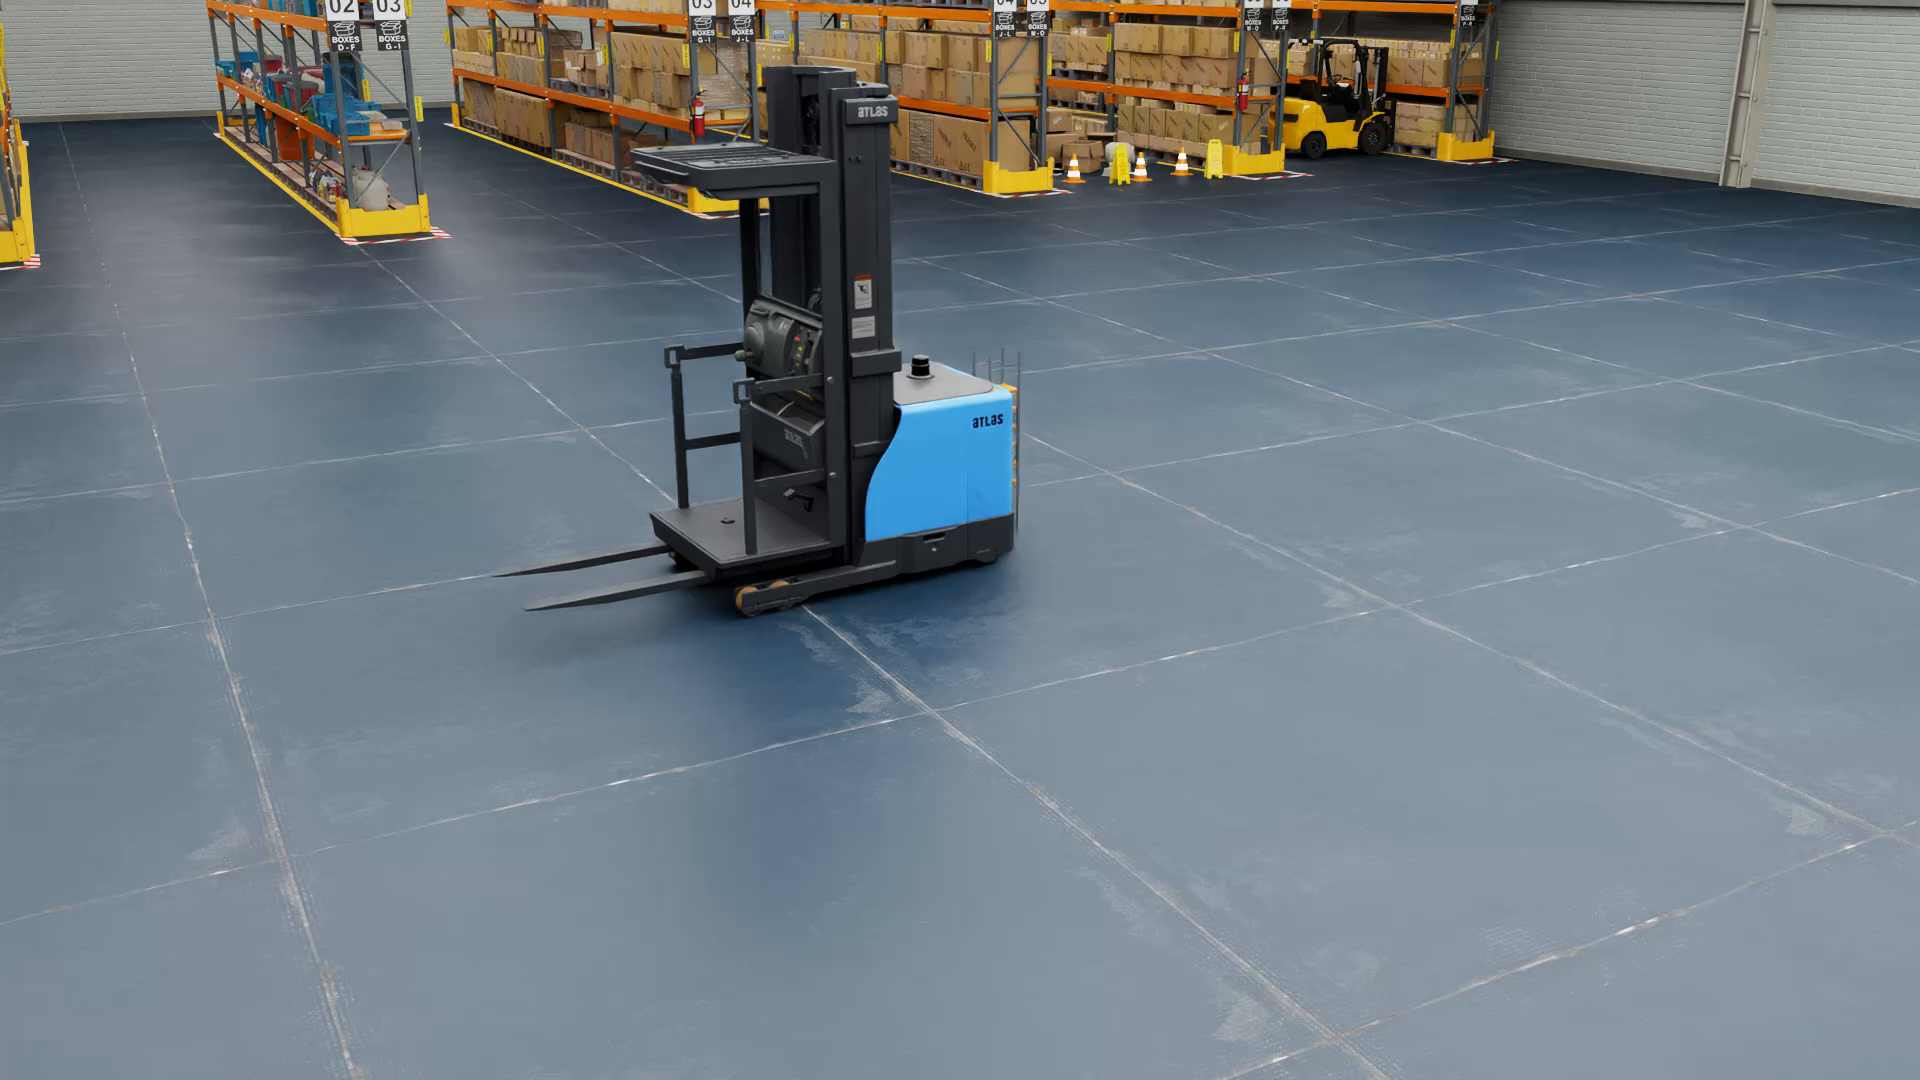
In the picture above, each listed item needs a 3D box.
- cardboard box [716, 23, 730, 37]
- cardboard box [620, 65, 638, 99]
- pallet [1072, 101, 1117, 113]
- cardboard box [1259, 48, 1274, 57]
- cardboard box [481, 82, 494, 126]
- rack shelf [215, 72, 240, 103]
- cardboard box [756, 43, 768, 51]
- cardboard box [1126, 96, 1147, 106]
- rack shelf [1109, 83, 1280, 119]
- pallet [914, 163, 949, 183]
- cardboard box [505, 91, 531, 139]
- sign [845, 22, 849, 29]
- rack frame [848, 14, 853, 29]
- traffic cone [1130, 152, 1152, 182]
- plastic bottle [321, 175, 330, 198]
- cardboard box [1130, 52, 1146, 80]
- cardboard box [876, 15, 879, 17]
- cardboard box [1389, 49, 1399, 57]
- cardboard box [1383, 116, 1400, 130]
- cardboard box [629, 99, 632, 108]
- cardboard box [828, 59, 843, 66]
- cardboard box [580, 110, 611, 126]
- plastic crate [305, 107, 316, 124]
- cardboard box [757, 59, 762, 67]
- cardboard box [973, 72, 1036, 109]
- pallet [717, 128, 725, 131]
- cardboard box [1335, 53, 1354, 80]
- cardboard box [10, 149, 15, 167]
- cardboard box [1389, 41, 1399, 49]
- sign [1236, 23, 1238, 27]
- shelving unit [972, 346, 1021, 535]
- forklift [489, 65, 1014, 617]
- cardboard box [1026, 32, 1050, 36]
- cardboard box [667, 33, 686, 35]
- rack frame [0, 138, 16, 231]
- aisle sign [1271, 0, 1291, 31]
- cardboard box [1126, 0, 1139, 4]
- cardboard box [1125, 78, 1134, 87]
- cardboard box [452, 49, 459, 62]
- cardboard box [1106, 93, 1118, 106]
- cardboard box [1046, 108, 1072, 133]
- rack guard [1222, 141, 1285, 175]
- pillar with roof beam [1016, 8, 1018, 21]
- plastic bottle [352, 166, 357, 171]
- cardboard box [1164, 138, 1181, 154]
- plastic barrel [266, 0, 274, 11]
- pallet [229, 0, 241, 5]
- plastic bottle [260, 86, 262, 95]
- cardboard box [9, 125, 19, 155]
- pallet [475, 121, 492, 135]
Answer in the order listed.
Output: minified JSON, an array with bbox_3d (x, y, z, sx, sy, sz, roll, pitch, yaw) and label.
[{"bbox_3d":[-5.220,-11.338,36.747,0.500,0.500,0.500,-11,22,-29],"label":"cardboard box"},{"bbox_3d":[-5.007,-7.448,27.009,0.875,0.500,0.500,-10,21,-27],"label":"cardboard box"},{"bbox_3d":[3.591,-11.029,42.269,1.003,0.211,1.213,-10,21,-27],"label":"pallet"},{"bbox_3d":[6.769,-10.414,35.677,0.500,0.250,0.500,-10,21,-26],"label":"cardboard box"},{"bbox_3d":[-9.842,-9.499,36.175,0.875,0.875,0.875,-10,21,-27],"label":"cardboard box"},{"bbox_3d":[-14.480,-9.312,34.121,1.077,0.370,4.000,-10,21,-27],"label":"rack shelf"},{"bbox_3d":[-4.108,-10.238,34.532,0.380,0.149,0.250,-9,21,-24],"label":"cardboard box"},{"bbox_3d":[3.398,-8.387,31.765,0.380,0.149,0.250,-10,21,-26],"label":"cardboard box"},{"bbox_3d":[4.298,-8.169,30.810,1.077,0.370,4.000,-10,21,-27],"label":"rack shelf"},{"bbox_3d":[-0.084,-6.388,28.821,1.003,0.211,1.213,-10,21,-27],"label":"pallet"},{"bbox_3d":[-8.425,-8.602,33.575,1.225,0.875,0.875,-11,22,-29],"label":"cardboard box"},{"bbox_3d":[-2.841,-12.890,41.941,0.100,0.325,0.005,-10,21,-27],"label":"sign"},{"bbox_3d":[-2.350,-12.528,42.339,1.000,3.000,0.127,-10,21,-27],"label":"rack frame"},{"bbox_3d":[3.093,-6.390,28.440,0.336,0.463,0.334,-10,21,-27],"label":"traffic cone"},{"bbox_3d":[-9.334,-5.211,24.521,0.144,0.351,0.185,-9,21,-24],"label":"plastic bottle"},{"bbox_3d":[3.571,-8.961,31.393,0.500,0.500,0.500,-10,21,-27],"label":"cardboard box"},{"bbox_3d":[-1.822,-12.835,40.549,0.380,0.149,0.250,-10,21,-26],"label":"cardboard box"},{"bbox_3d":[8.573,-9.479,32.356,0.380,0.149,0.250,-10,21,-26],"label":"cardboard box"},{"bbox_3d":[8.616,-8.222,32.665,0.500,0.250,0.500,-11,22,-28],"label":"cardboard box"},{"bbox_3d":[-5.158,-7.110,27.022,0.380,0.149,0.250,-10,21,-27],"label":"cardboard box"},{"bbox_3d":[-2.166,-8.879,31.610,0.500,0.500,0.500,-10,22,-27],"label":"cardboard box"},{"bbox_3d":[-6.667,-7.739,30.468,0.500,0.250,0.500,-7,20,-21],"label":"cardboard box"},{"bbox_3d":[-9.336,-6.247,24.463,0.450,0.188,0.662,-10,21,-27],"label":"plastic crate"},{"bbox_3d":[-3.981,-9.880,34.408,0.380,0.149,0.250,-11,22,-29],"label":"cardboard box"},{"bbox_3d":[0.723,-7.310,26.986,0.875,0.550,0.550,-10,21,-27],"label":"cardboard box"},{"bbox_3d":[-5.109,-9.453,37.703,1.003,0.211,1.213,-10,21,-27],"label":"pallet"},{"bbox_3d":[7.958,-9.586,33.659,0.500,0.500,0.500,-10,21,-26],"label":"cardboard box"},{"bbox_3d":[-15.037,-5.921,25.904,0.500,0.311,0.500,-10,21,-27],"label":"cardboard box"},{"bbox_3d":[8.565,-9.620,32.309,0.380,0.149,0.250,-10,21,-26],"label":"cardboard box"},{"bbox_3d":[6.302,-11.636,37.978,0.100,0.325,0.005,-10,21,-27],"label":"sign"},{"bbox_3d":[0.227,-0.610,10.558,0.258,1.200,0.189,-12,22,-31],"label":"shelving unit"},{"bbox_3d":[-1.196,-1.150,9.470,3.031,2.935,1.130,-11,22,-29],"label":"forklift"},{"bbox_3d":[1.713,-10.304,34.642,0.500,0.500,0.500,-9,21,-24],"label":"cardboard box"},{"bbox_3d":[-4.442,-7.835,26.597,0.500,0.500,0.500,-10,21,-27],"label":"cardboard box"},{"bbox_3d":[-12.193,-4.867,20.136,1.000,3.000,0.127,-10,21,-27],"label":"rack frame"},{"bbox_3d":[5.550,-9.194,28.692,0.394,0.787,0.004,-10,21,-27],"label":"aisle sign"},{"bbox_3d":[3.354,-10.171,31.294,0.380,0.149,0.250,-10,21,-27],"label":"cardboard box"},{"bbox_3d":[3.381,-8.760,31.804,0.380,0.149,0.250,-9,21,-25],"label":"cardboard box"},{"bbox_3d":[-11.081,-10.883,37.346,0.500,0.250,0.500,-11,22,-28],"label":"cardboard box"},{"bbox_3d":[3.948,-10.993,41.079,0.500,0.500,0.500,-9,21,-24],"label":"cardboard box"},{"bbox_3d":[1.796,-7.975,31.816,0.500,0.500,0.500,-10,21,-27],"label":"cardboard box"},{"bbox_3d":[5.212,-6.775,29.499,1.175,0.500,0.348,-10,21,-27],"label":"rack guard"},{"bbox_3d":[-2.259,-16.381,44.307,9.100,9.000,0.400,-10,21,-27],"label":"pillar with roof beam"},{"bbox_3d":[-9.299,-5.574,25.574,0.144,0.351,0.185,-10,21,-27],"label":"plastic bottle"},{"bbox_3d":[4.135,-7.323,30.828,0.500,0.250,0.500,-11,22,-29],"label":"cardboard box"},{"bbox_3d":[-10.786,-8.924,26.527,0.600,0.901,0.708,-10,21,-27],"label":"plastic barrel"},{"bbox_3d":[-13.073,-10.196,31.273,1.213,0.211,1.003,-10,21,-27],"label":"pallet"},{"bbox_3d":[-12.347,-7.988,29.486,0.097,0.201,0.097,0,19,0],"label":"plastic bottle"},{"bbox_3d":[-17.405,-7.240,30.173,0.500,0.500,0.500,-10,21,-27],"label":"cardboard box"},{"bbox_3d":[-10.047,-9.108,36.702,1.003,0.211,1.213,-10,21,-27],"label":"pallet"}]
